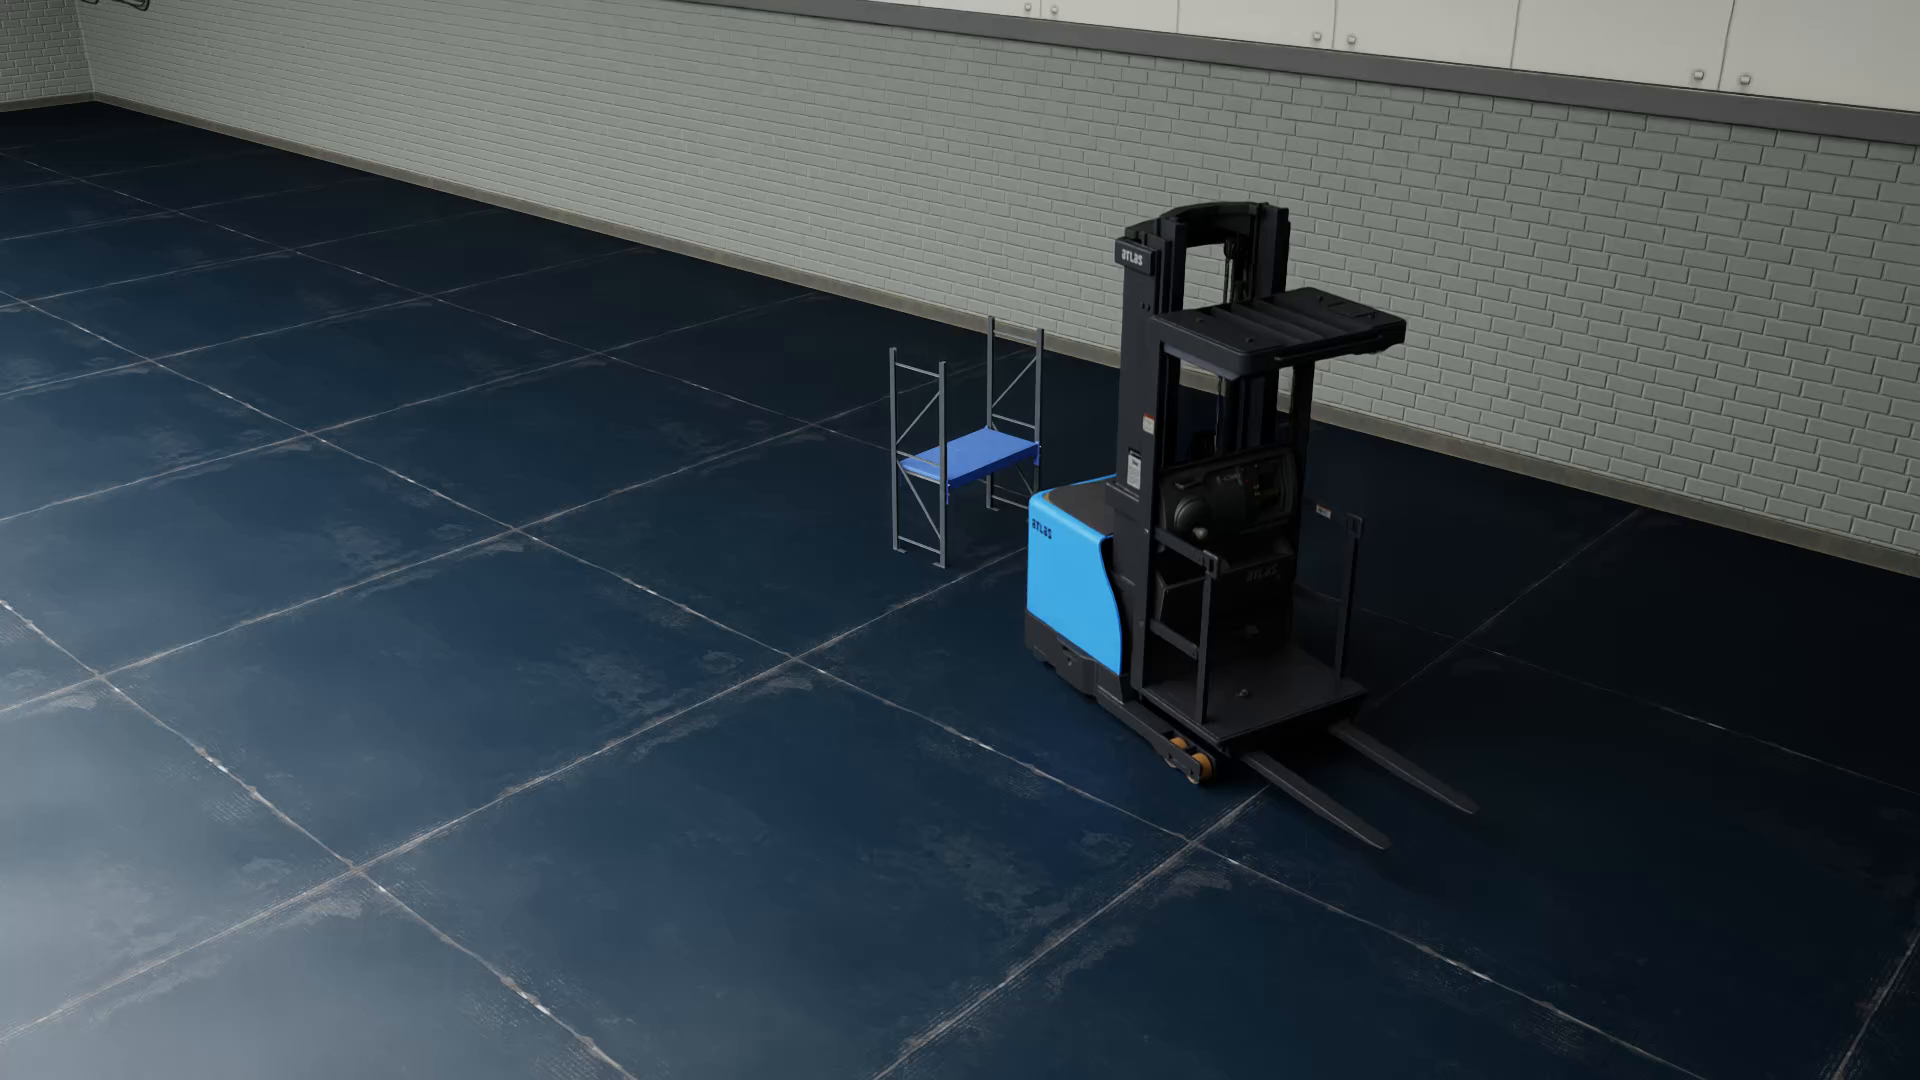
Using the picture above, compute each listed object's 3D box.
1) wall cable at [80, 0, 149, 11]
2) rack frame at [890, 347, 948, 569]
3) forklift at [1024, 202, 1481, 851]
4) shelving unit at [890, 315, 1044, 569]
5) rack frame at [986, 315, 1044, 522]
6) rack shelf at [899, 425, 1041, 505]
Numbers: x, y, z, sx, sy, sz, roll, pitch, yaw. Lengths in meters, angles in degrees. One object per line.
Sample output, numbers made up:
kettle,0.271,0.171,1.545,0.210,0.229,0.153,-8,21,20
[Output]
wall cable,-14.192,-10.039,27.235,3.097,2.526,0.112,20,31,38
rack frame,-0.282,-0.555,11.455,0.500,1.500,0.032,20,31,38
forklift,1.586,-0.221,8.961,1.130,2.935,3.031,-14,28,-28
shelving unit,0.057,-0.710,11.800,0.538,1.500,1.048,20,31,38
rack frame,0.396,-0.865,12.146,0.500,1.500,0.032,20,31,38
rack shelf,0.057,-0.546,11.874,0.538,0.185,1.000,20,31,38
